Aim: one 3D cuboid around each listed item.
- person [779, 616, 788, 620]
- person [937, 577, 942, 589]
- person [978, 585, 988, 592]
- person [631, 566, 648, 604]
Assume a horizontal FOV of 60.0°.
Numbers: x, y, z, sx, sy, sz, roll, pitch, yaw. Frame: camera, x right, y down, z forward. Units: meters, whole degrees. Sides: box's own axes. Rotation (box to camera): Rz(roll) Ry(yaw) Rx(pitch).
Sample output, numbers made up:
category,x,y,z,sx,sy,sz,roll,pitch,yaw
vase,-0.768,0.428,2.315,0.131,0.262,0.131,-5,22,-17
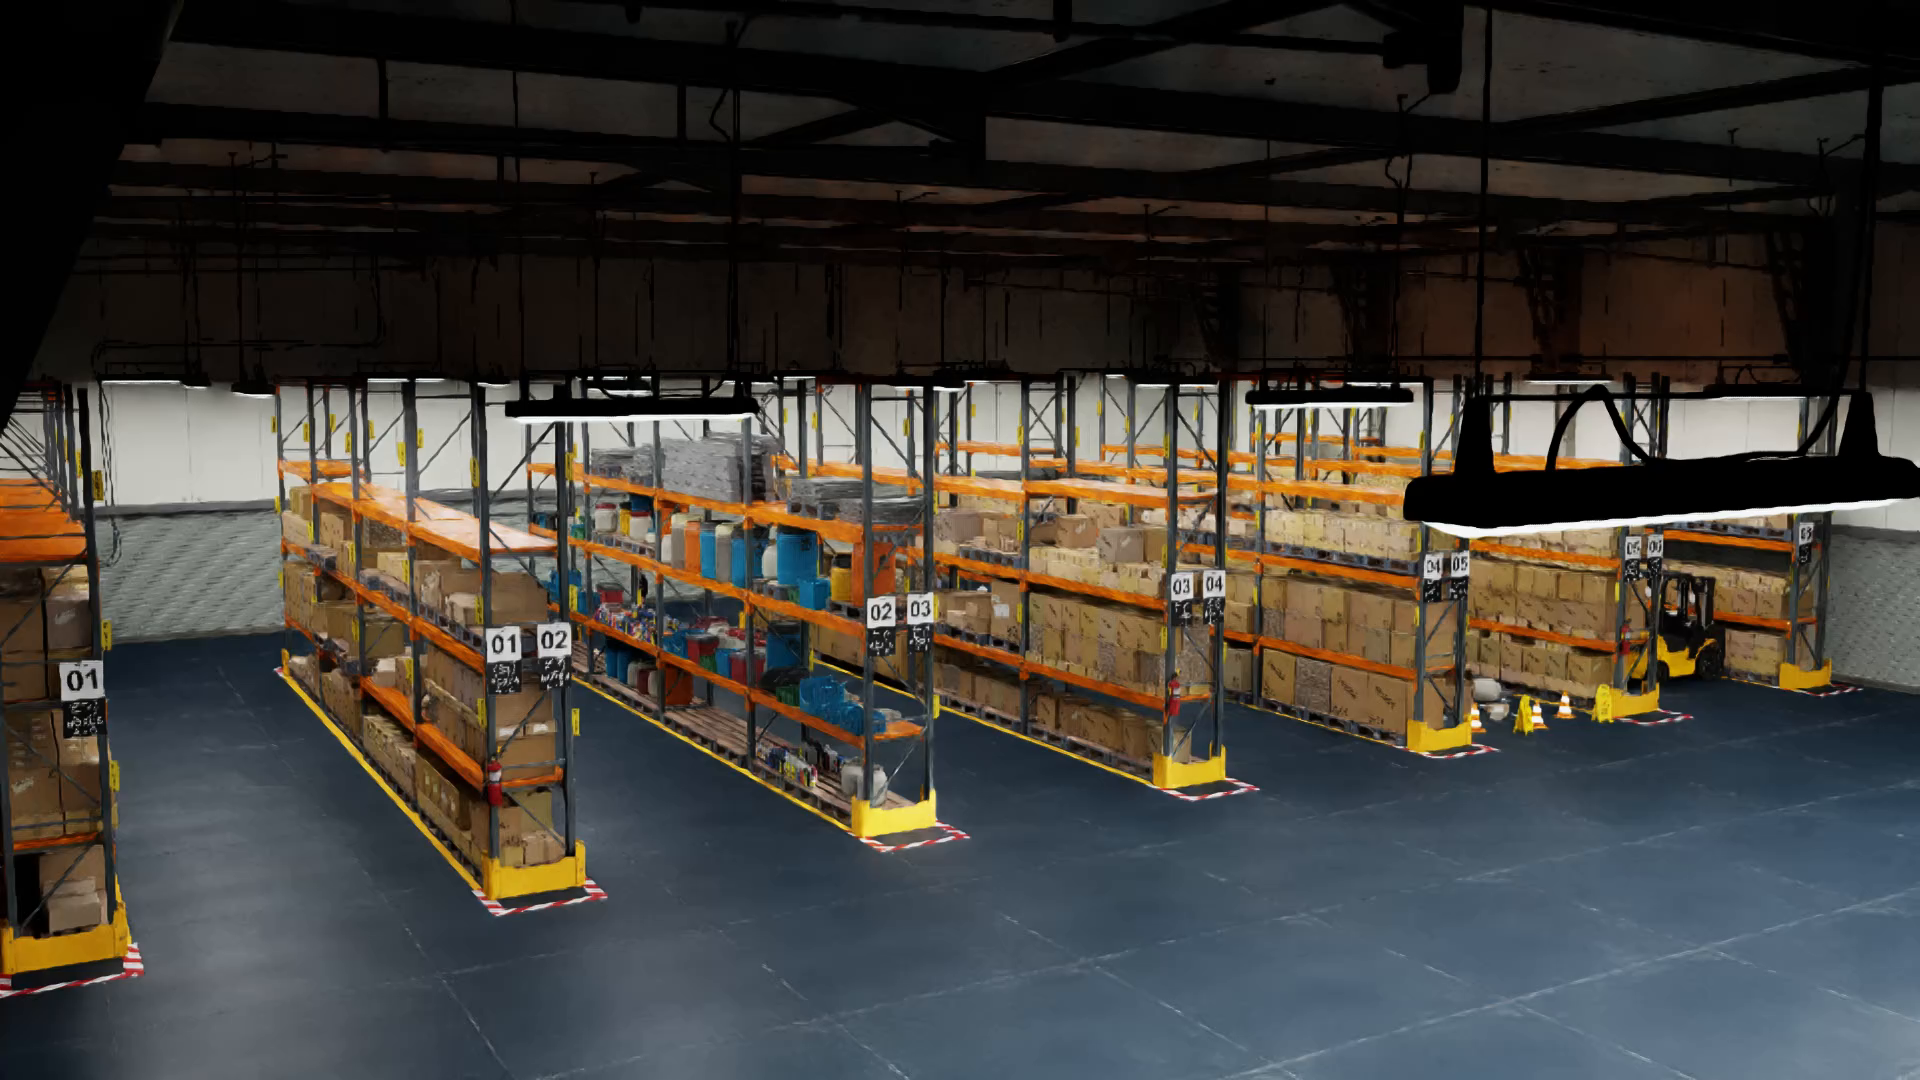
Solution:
category,x,y,z,sx,sy,sz,roll,pitch,yaw
person,-3.279,2.162,31.061,0.432,1.539,0.947,-4,7,-31
person,-0.629,1.378,38.052,0.478,1.567,1.083,-4,7,-32
person,0.392,1.772,33.858,0.677,1.742,0.551,-4,7,-31
person,-7.401,1.306,38.130,0.438,1.724,0.693,0,6,1
